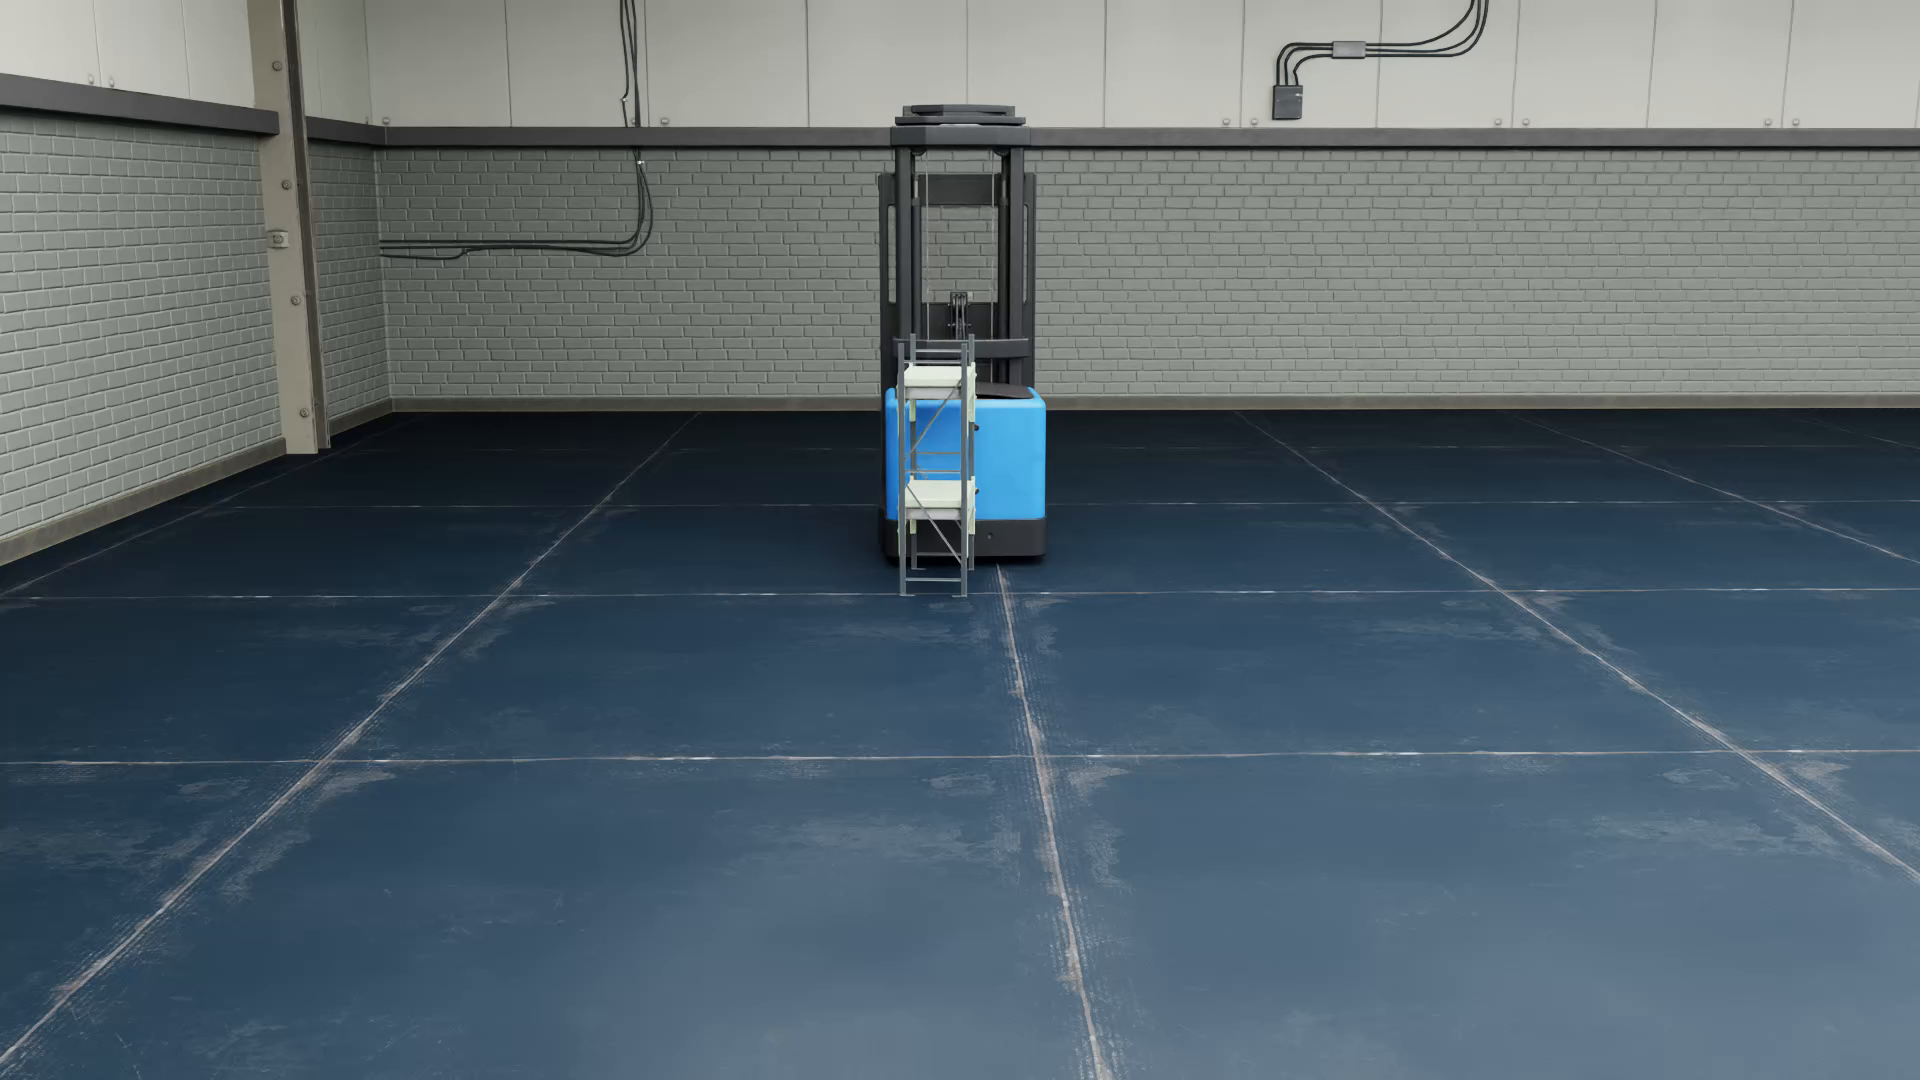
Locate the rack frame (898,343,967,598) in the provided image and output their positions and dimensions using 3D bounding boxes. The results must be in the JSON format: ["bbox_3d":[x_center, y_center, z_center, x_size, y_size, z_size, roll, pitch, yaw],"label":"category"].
[{"bbox_3d":[-0.158,-0.398,9.748,0.400,1.500,0.023,1,11,4],"label":"rack frame"}]

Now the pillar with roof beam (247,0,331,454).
[{"bbox_3d":[-1.873,-5.275,14.926,9.100,9.000,0.400,0,11,-1],"label":"pillar with roof beam"}]

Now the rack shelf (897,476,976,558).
[{"bbox_3d":[-0.134,-0.151,10.170,0.431,0.370,0.720,1,11,4],"label":"rack shelf"}]

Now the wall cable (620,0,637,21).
[{"bbox_3d":[-2.212,-6.813,17.614,3.097,2.526,0.112,0,11,-1],"label":"wall cable"}]

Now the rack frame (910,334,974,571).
[{"bbox_3d":[-0.111,-0.543,10.464,0.400,1.500,0.023,1,11,4],"label":"rack frame"}]

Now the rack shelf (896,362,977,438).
[{"bbox_3d":[-0.134,-0.853,10.028,0.431,0.370,0.720,1,11,4],"label":"rack shelf"}]

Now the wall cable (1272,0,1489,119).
[{"bbox_3d":[4.575,-7.551,17.591,2.305,6.003,0.169,0,11,-1],"label":"wall cable"}]

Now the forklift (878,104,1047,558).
[{"bbox_3d":[-0.030,-1.560,11.877,1.130,2.935,3.031,-1,11,-3],"label":"forklift"}]

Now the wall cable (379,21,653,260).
[{"bbox_3d":[-4.916,-4.326,18.061,3.097,2.526,0.112,0,11,-1],"label":"wall cable"}]

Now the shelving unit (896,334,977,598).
[{"bbox_3d":[-0.134,-0.470,10.106,0.431,1.500,0.755,1,11,4],"label":"shelving unit"}]
